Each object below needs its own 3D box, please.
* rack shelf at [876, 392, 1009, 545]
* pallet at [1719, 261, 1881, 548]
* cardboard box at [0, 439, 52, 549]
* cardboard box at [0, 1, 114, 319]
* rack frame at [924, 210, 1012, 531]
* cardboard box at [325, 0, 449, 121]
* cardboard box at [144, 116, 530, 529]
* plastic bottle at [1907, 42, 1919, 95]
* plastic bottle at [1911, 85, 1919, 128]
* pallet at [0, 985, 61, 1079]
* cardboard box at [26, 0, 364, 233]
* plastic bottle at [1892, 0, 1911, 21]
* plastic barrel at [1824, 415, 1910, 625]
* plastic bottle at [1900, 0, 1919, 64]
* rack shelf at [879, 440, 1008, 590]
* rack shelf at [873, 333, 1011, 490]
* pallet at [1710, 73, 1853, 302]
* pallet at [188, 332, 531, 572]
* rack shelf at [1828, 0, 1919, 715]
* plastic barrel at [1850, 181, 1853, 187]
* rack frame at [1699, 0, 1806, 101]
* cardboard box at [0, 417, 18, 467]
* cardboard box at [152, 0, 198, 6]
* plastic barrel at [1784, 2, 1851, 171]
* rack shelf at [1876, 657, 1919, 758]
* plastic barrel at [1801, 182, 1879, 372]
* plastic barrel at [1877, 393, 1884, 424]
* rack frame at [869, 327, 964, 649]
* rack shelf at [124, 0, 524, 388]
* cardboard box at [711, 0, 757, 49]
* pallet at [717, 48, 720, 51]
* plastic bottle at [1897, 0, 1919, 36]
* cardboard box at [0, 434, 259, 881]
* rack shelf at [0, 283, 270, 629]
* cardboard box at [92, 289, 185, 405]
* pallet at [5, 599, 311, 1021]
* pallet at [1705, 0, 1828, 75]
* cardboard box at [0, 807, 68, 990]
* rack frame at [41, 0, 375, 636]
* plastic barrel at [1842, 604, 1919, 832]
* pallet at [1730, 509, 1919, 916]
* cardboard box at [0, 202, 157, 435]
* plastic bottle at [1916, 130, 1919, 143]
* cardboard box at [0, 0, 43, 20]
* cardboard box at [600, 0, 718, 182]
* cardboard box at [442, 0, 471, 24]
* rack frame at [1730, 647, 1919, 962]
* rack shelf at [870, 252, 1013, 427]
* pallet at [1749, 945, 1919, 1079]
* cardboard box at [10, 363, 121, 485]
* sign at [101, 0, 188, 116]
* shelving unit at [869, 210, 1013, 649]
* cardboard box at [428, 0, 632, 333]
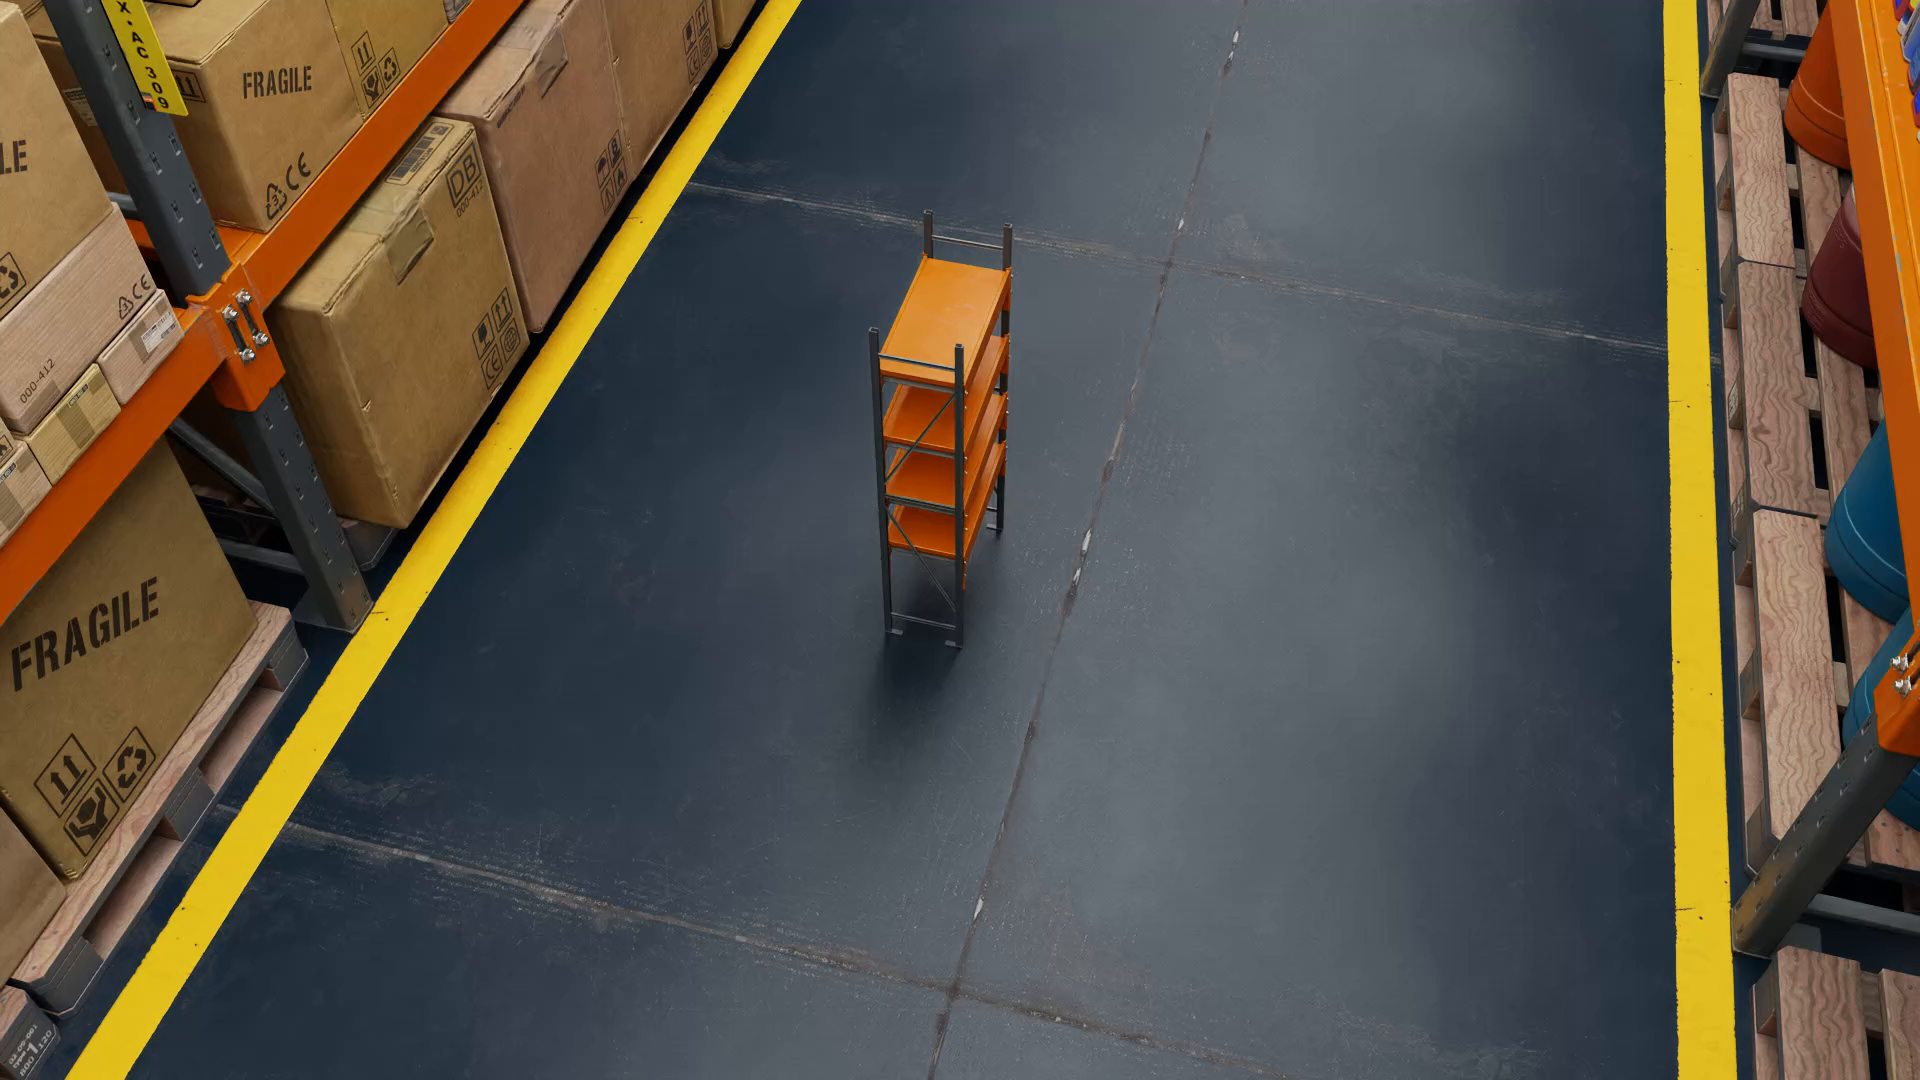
[{"bbox_3d":[-0.044,-0.233,4.745,0.258,0.148,0.480,12,50,10],"label":"rack shelf"},{"bbox_3d":[3.058,-0.382,5.446,1.003,0.211,1.213,12,50,10],"label":"pallet"},{"bbox_3d":[-2.182,-0.107,3.511,0.380,0.149,0.250,11,49,9],"label":"cardboard box"},{"bbox_3d":[-2.146,-0.759,3.321,0.500,0.500,0.500,13,50,11],"label":"cardboard box"},{"bbox_3d":[0.021,-0.454,4.850,0.240,1.200,0.015,12,50,10],"label":"rack frame"},{"bbox_3d":[-1.789,-1.527,4.531,0.500,0.500,0.500,12,50,10],"label":"cardboard box"},{"bbox_3d":[-2.134,-0.750,5.048,1.225,0.875,0.875,12,50,10],"label":"cardboard box"},{"bbox_3d":[2.712,-1.380,4.500,0.144,0.351,0.185,12,50,10],"label":"plastic bottle"},{"bbox_3d":[2.630,-1.250,4.431,0.061,0.283,0.133,12,50,10],"label":"plastic bottle"},{"bbox_3d":[-2.877,1.495,3.789,1.003,0.211,1.213,12,50,10],"label":"pallet"},{"bbox_3d":[-1.920,-1.164,4.210,0.500,0.500,0.500,12,50,10],"label":"cardboard box"},{"bbox_3d":[2.775,-1.648,4.782,0.061,0.283,0.133,12,50,10],"label":"plastic bottle"},{"bbox_3d":[2.842,-0.217,4.560,0.600,0.901,0.708,12,50,10],"label":"plastic barrel"},{"bbox_3d":[2.758,-1.470,4.629,0.152,0.276,0.135,12,50,10],"label":"plastic bottle"},{"bbox_3d":[-0.044,-0.101,4.894,0.258,0.148,0.480,12,50,10],"label":"rack shelf"},{"bbox_3d":[-0.044,-0.381,4.577,0.258,0.148,0.480,12,50,10],"label":"rack shelf"},{"bbox_3d":[3.381,-1.262,6.223,1.003,0.211,1.213,12,50,10],"label":"pallet"},{"bbox_3d":[-2.152,-0.497,5.548,1.003,0.211,1.213,12,50,10],"label":"pallet"},{"bbox_3d":[3.022,-1.078,4.681,1.077,0.370,4.000,12,50,10],"label":"rack shelf"},{"bbox_3d":[3.374,-1.295,5.772,0.421,0.512,0.421,0,49,0],"label":"plastic barrel"},{"bbox_3d":[3.548,-2.763,5.688,1.000,3.000,0.127,12,50,10],"label":"rack frame"},{"bbox_3d":[-2.280,-0.150,3.283,0.500,0.250,0.500,13,50,11],"label":"cardboard box"},{"bbox_3d":[-2.123,-1.676,3.993,0.797,0.503,0.637,10,49,9],"label":"cardboard box"},{"bbox_3d":[3.436,-1.827,6.029,0.600,0.830,0.708,12,50,10],"label":"plastic barrel"},{"bbox_3d":[1.969,1.815,2.127,1.077,0.370,4.000,12,50,10],"label":"rack shelf"},{"bbox_3d":[3.139,-0.930,5.398,0.600,0.588,0.708,12,50,10],"label":"plastic barrel"},{"bbox_3d":[3.076,-0.479,5.051,0.421,0.512,0.421,0,49,0],"label":"plastic barrel"},{"bbox_3d":[-0.108,-0.101,4.539,0.240,1.200,0.015,12,50,10],"label":"rack frame"},{"bbox_3d":[-1.756,-2.056,5.543,1.077,0.370,4.000,12,50,10],"label":"rack shelf"},{"bbox_3d":[-1.432,-2.681,6.753,1.225,0.875,0.875,9,49,8],"label":"cardboard box"},{"bbox_3d":[-1.510,-2.262,7.106,1.003,0.211,1.213,12,50,10],"label":"pallet"},{"bbox_3d":[2.762,-1.557,4.710,0.097,0.271,0.097,0,49,0],"label":"plastic bottle"},{"bbox_3d":[-2.534,0.179,4.229,0.875,0.875,0.875,12,50,10],"label":"cardboard box"},{"bbox_3d":[-2.809,0.838,2.990,1.077,0.370,4.000,12,50,10],"label":"rack shelf"},{"bbox_3d":[-2.047,-0.479,3.840,0.380,0.149,0.250,12,50,10],"label":"cardboard box"},{"bbox_3d":[-2.558,0.610,4.571,1.003,0.211,1.213,12,50,10],"label":"pallet"},{"bbox_3d":[3.790,-2.393,7.221,1.003,0.211,1.213,12,50,10],"label":"pallet"},{"bbox_3d":[-2.770,0.830,3.654,0.875,0.875,0.875,12,50,10],"label":"cardboard box"},{"bbox_3d":[-2.283,-0.847,3.997,1.000,3.000,0.127,12,50,10],"label":"rack frame"},{"bbox_3d":[2.655,0.296,4.108,0.600,0.901,0.708,12,50,10],"label":"plastic barrel"},{"bbox_3d":[2.739,0.503,4.665,1.003,0.211,1.213,12,50,10],"label":"pallet"},{"bbox_3d":[-2.146,-0.525,3.614,0.500,0.250,0.500,11,49,9],"label":"cardboard box"},{"bbox_3d":[2.617,-1.136,4.385,0.097,0.201,0.097,0,49,0],"label":"plastic bottle"},{"bbox_3d":[-2.423,-1.272,4.306,0.500,0.500,0.500,12,50,10],"label":"cardboard box"},{"bbox_3d":[-1.674,-2.038,6.185,1.225,0.875,0.875,12,50,10],"label":"cardboard box"},{"bbox_3d":[-1.657,-1.889,4.850,0.500,0.500,0.500,11,49,9],"label":"cardboard box"},{"bbox_3d":[2.496,0.130,3.134,1.000,3.000,0.127,12,50,10],"label":"rack frame"},{"bbox_3d":[-0.044,-0.537,4.400,0.258,0.148,0.480,12,50,10],"label":"rack shelf"},{"bbox_3d":[2.340,1.593,3.704,1.003,0.211,1.213,12,50,10],"label":"pallet"},{"bbox_3d":[-2.115,-0.292,3.675,0.380,0.149,0.250,12,50,11],"label":"cardboard box"},{"bbox_3d":[-1.747,-1.051,3.547,0.100,0.325,0.005,12,50,10],"label":"sign"},{"bbox_3d":[-0.044,-0.277,4.694,0.258,1.200,0.503,12,50,10],"label":"shelving unit"},{"bbox_3d":[-1.899,-1.396,5.619,1.225,0.875,0.875,10,49,9],"label":"cardboard box"}]
